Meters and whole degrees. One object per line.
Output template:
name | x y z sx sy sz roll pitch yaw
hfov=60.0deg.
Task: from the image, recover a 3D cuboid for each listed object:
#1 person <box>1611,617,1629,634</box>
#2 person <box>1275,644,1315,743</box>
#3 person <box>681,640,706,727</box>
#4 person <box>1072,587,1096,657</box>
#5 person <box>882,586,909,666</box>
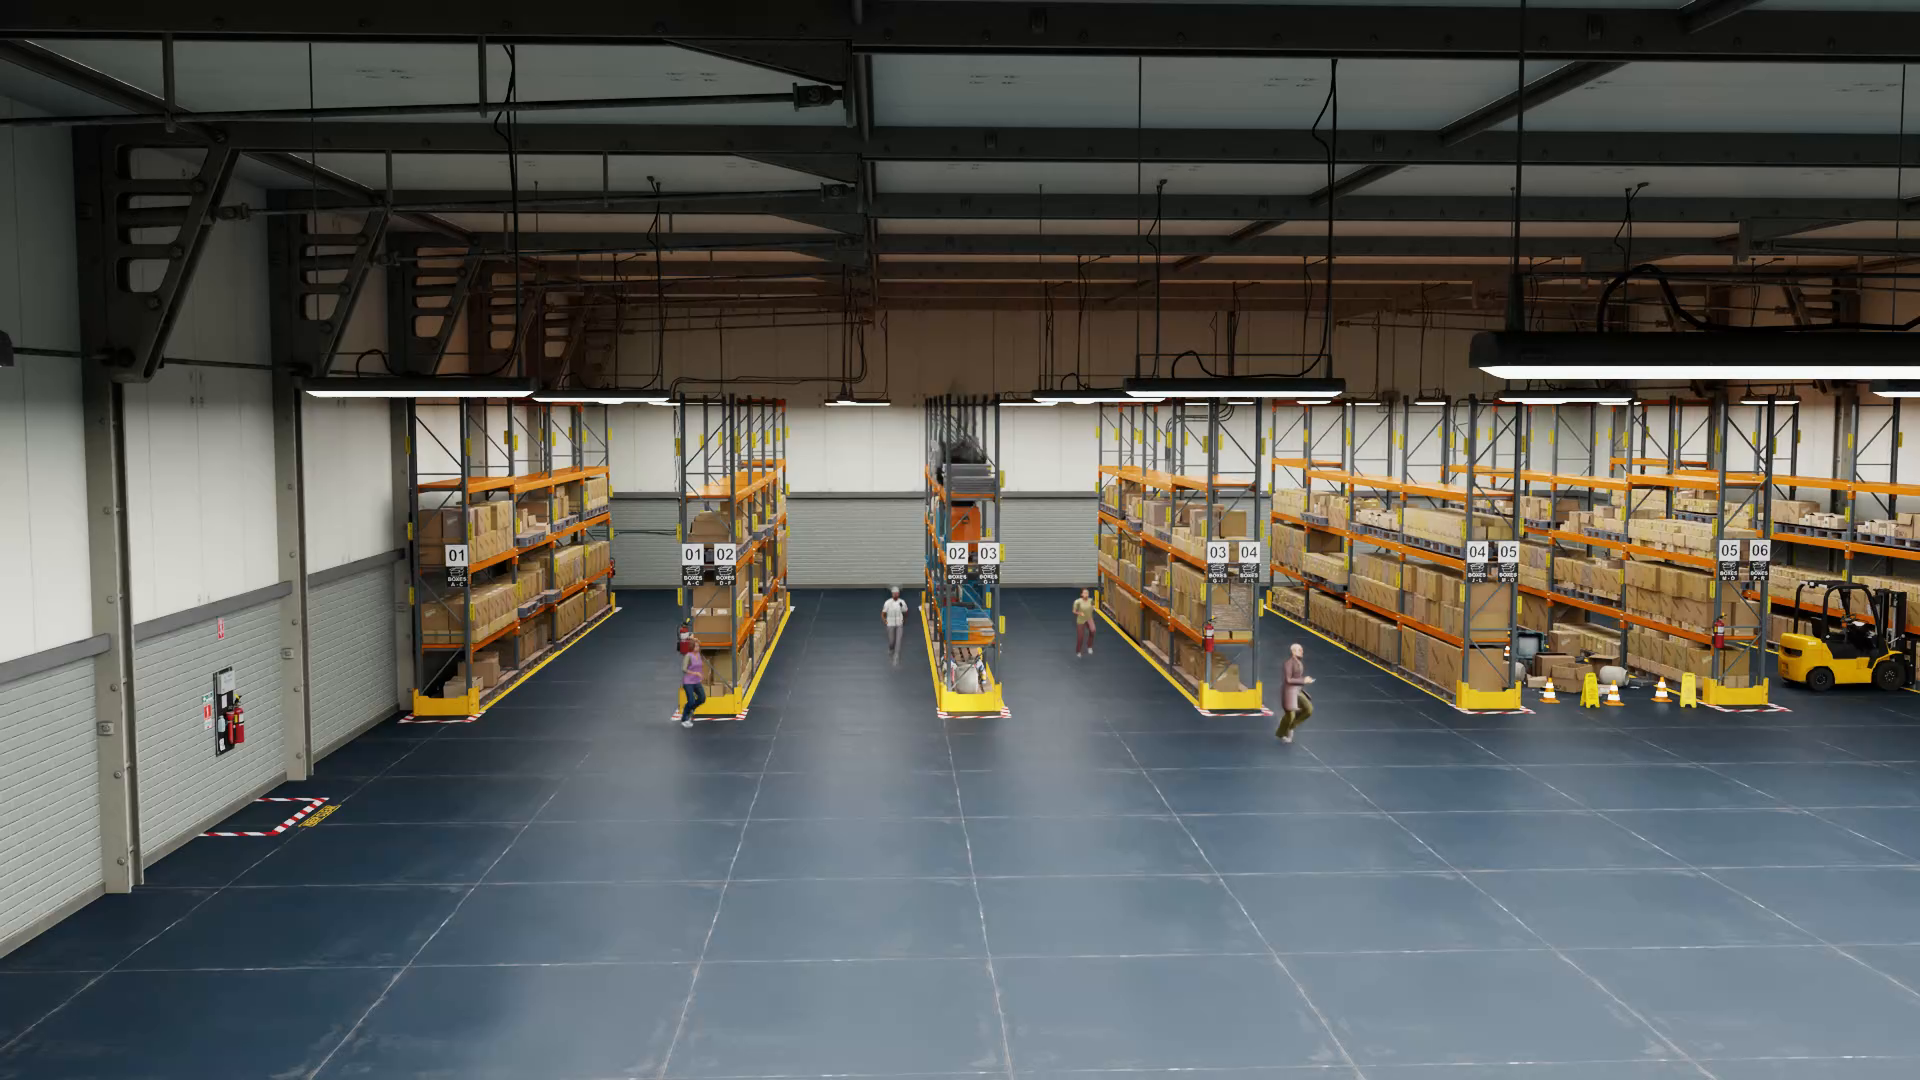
person | 16.631 1.549 41.756 0.661 1.747 0.638 -1 5 -10
person | 5.699 2.612 28.273 0.793 1.726 0.759 4 6 38
person | -4.760 2.576 29.879 0.584 1.566 0.577 3 5 33
person | 2.796 1.875 37.671 0.529 1.634 0.917 0 5 -6
person | -1.374 1.816 35.465 0.582 1.671 0.577 0 5 -6
